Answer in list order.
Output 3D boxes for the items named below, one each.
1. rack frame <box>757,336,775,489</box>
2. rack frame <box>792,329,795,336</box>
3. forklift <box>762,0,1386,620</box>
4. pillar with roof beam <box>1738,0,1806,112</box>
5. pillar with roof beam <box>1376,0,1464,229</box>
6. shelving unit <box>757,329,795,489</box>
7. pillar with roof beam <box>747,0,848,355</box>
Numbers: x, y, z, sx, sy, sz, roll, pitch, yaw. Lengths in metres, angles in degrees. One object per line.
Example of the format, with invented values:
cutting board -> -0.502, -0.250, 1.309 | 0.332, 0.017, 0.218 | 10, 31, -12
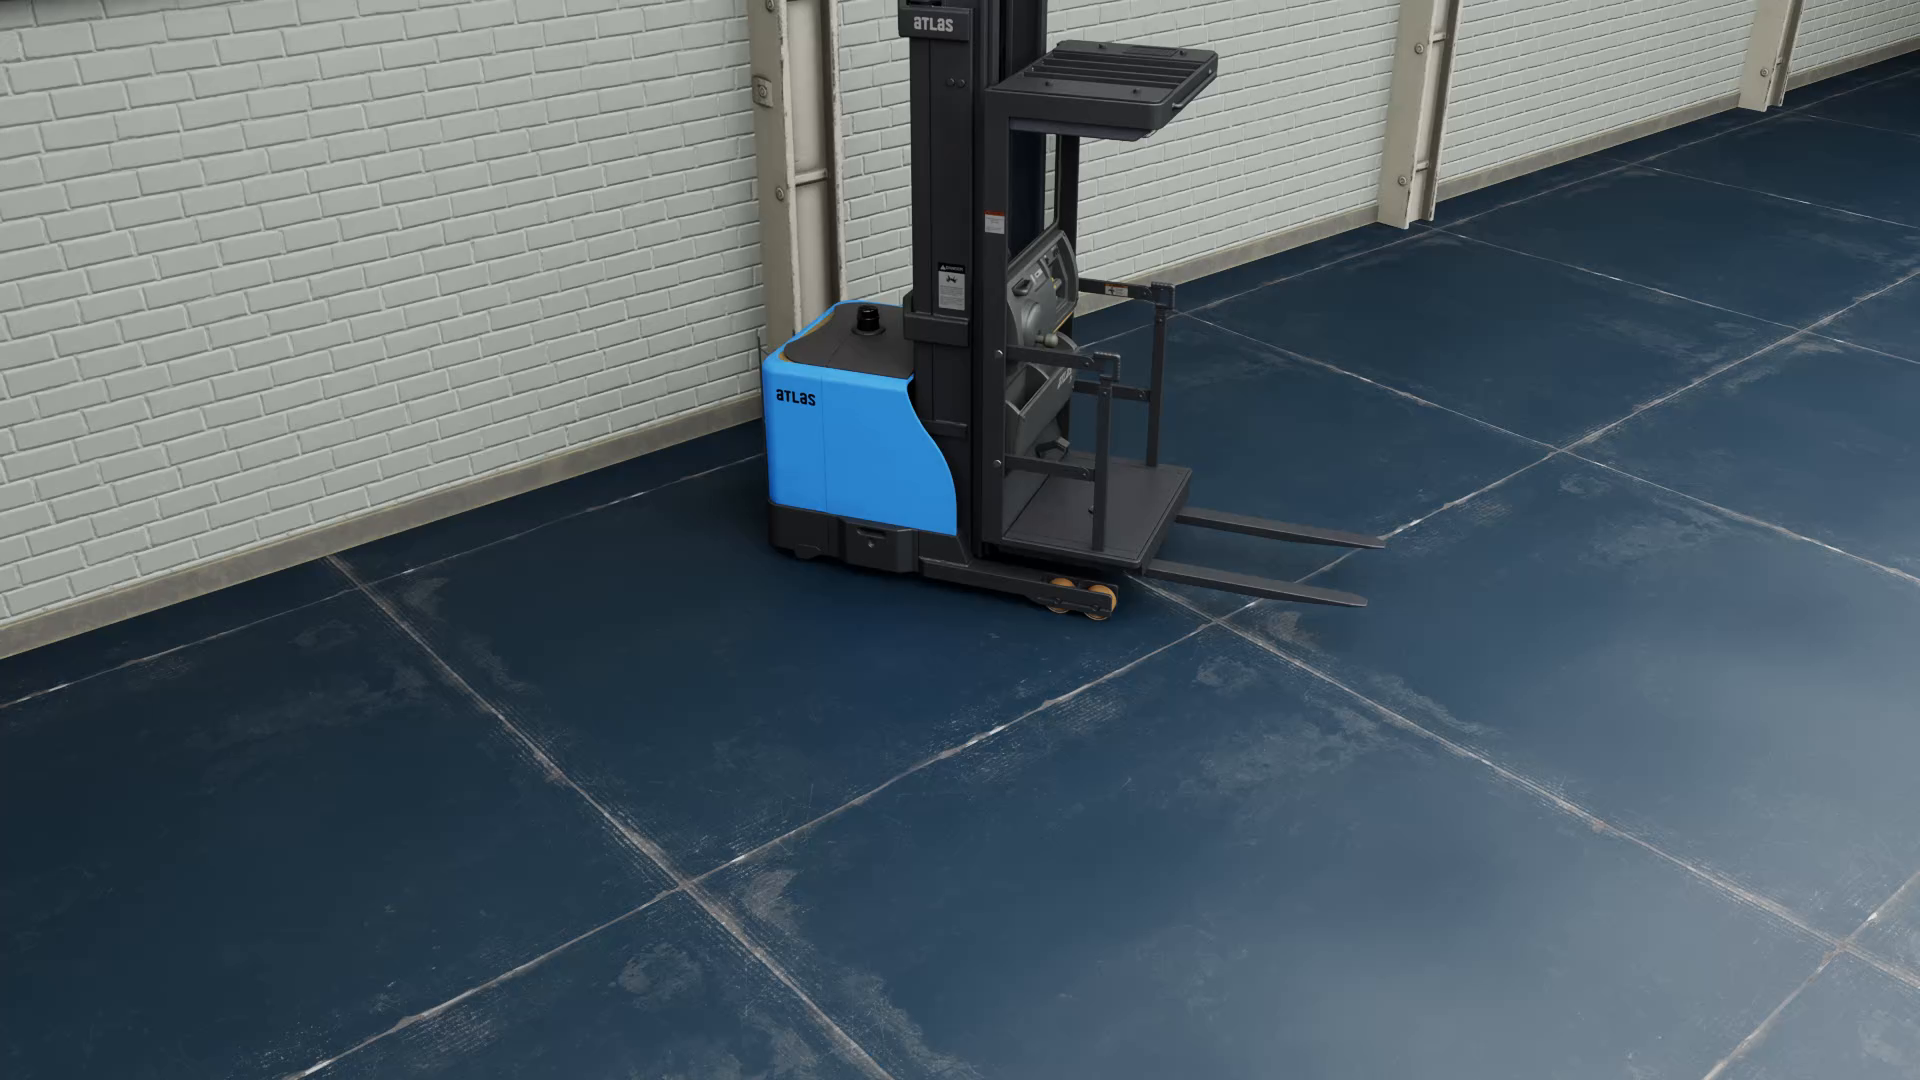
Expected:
rack frame -> -1.021, -0.643, 8.999 | 0.006, 0.900, 0.240 | -15, 31, -25
rack frame -> -0.843, -0.690, 9.086 | 0.006, 0.900, 0.240 | -15, 31, -25
forklift -> 0.583, -1.189, 7.865 | 3.031, 2.935, 1.130 | 10, 30, 18
pillar with roof beam -> 11.007, -6.891, 12.098 | 0.400, 9.000, 9.100 | -22, 35, -35
pillar with roof beam -> 6.442, -5.056, 8.663 | 0.400, 9.000, 9.100 | -22, 35, -35
shelving unit -> -0.932, -0.666, 9.042 | 0.210, 0.900, 0.258 | -15, 31, -25
pillar with roof beam -> 1.878, -3.220, 5.228 | 0.400, 9.000, 9.100 | -22, 35, -35
